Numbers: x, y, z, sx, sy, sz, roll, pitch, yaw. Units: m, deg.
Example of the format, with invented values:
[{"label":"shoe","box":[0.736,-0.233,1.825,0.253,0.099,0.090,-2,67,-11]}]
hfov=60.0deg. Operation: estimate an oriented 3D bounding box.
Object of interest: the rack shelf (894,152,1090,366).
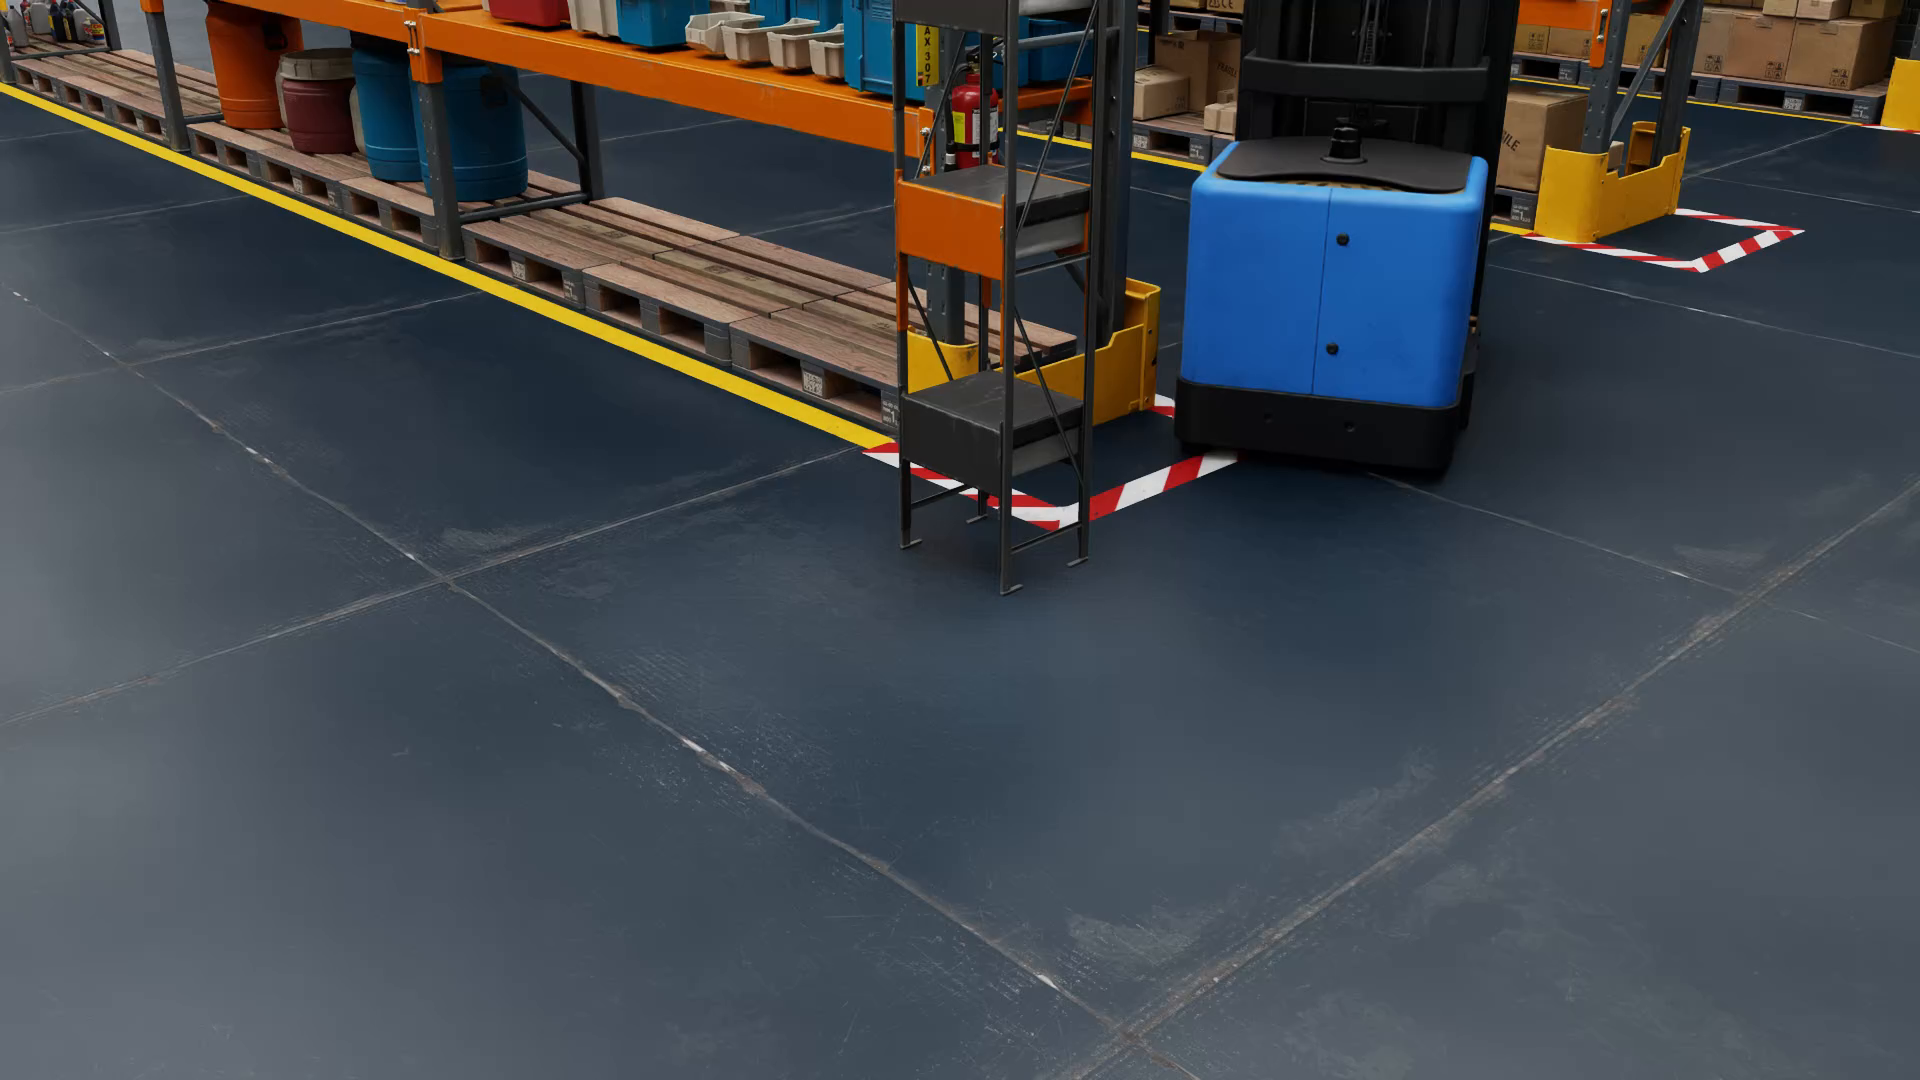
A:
[{"label":"rack shelf","box":[0.113,-0.893,5.210,0.431,0.518,0.480,-21,32,-38]}]

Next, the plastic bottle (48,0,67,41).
[{"label":"plastic bottle","box":[-8.278,-4.779,15.274,0.144,0.351,0.185,-21,32,-38]}]

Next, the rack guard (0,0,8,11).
[{"label":"rack guard","box":[-10.572,-5.528,17.265,1.175,0.500,0.348,-21,32,-38]}]

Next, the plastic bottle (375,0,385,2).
[{"label":"plastic bottle","box":[-3.153,-3.071,9.008,0.061,0.283,0.133,-21,32,-38]}]

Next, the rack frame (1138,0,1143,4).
[{"label":"rack frame","box":[2.042,-7.061,17.615,1.000,3.000,0.127,-21,32,-38]}]

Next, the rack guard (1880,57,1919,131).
[{"label":"rack guard","box":[7.526,-3.493,12.805,1.175,0.500,0.348,-21,32,-38]}]

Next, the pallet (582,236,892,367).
[{"label":"pallet","box":[-1.087,-1.189,8.102,1.003,0.211,1.213,-21,32,-38]}]

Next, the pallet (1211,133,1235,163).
[{"label":"pallet","box":[2.469,-2.596,11.187,1.003,0.211,1.213,-21,32,-38]}]

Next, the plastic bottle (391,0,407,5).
[{"label":"plastic bottle","box":[-2.961,-3.010,8.884,0.152,0.276,0.135,-21,32,-38]}]

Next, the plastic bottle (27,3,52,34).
[{"label":"plastic bottle","box":[-8.683,-4.922,15.678,0.152,0.276,0.135,-21,32,-38]}]

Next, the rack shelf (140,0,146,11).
[{"label":"rack shelf","box":[-6.557,-4.530,12.932,1.077,0.370,4.000,-21,32,-38]}]

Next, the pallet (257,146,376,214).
[{"label":"pallet","box":[-3.791,-2.386,10.725,1.003,0.211,1.213,-21,32,-38]}]

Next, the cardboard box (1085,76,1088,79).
[{"label":"cardboard box","box":[0.616,-3.574,12.453,0.500,0.500,0.500,-21,32,-39]}]

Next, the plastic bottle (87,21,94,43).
[{"label":"plastic bottle","box":[-7.891,-4.642,15.152,0.097,0.201,0.097,0,25,0]}]

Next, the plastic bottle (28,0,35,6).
[{"label":"plastic bottle","box":[-8.930,-5.120,16.110,0.152,0.276,0.135,-21,32,-38]}]

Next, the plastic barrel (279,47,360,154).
[{"label":"plastic barrel","box":[-4.071,-2.859,10.803,0.600,0.588,0.708,-21,32,-38]}]

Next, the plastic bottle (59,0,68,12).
[{"label":"plastic bottle","box":[-8.302,-4.877,15.489,0.185,0.351,0.144,22,33,40]}]

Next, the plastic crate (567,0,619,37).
[{"label":"plastic crate","box":[-1.547,-2.498,7.681,0.437,0.282,0.530,-21,32,-38]}]

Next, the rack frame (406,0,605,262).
[{"label":"rack frame","box":[-2.456,-3.039,8.798,1.000,3.000,0.127,-21,32,-38]}]

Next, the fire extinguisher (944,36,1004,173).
[{"label":"fire extinguisher","box":[0.049,-1.448,5.852,0.296,0.674,0.183,-21,32,-38]}]

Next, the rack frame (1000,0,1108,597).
[{"label":"rack frame","box":[0.280,-0.831,5.042,0.400,2.100,0.015,-21,32,-38]}]

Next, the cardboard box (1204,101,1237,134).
[{"label":"cardboard box","box":[1.890,-2.907,11.391,0.380,0.166,0.250,-21,32,-38]}]

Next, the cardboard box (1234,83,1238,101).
[{"label":"cardboard box","box":[2.271,-3.101,11.642,0.500,0.311,0.500,-21,32,-38]}]

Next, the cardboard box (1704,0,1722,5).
[{"label":"cardboard box","box":[6.322,-4.573,13.884,0.380,0.149,0.250,-21,32,-38]}]

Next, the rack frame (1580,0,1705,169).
[{"label":"rack frame","box":[3.896,-3.231,9.219,1.000,3.000,0.127,-21,32,-38]}]

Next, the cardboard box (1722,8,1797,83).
[{"label":"cardboard box","box":[6.616,-4.027,13.469,0.700,0.500,0.500,-21,32,-39]}]

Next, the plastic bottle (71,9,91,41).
[{"label":"plastic bottle","box":[-8.063,-4.735,15.267,0.152,0.276,0.135,-20,31,-37]}]

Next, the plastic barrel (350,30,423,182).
[{"label":"plastic barrel","box":[-3.299,-2.660,9.988,0.600,0.901,0.708,-21,32,-38]}]

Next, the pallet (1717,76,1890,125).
[{"label":"pallet","box":[6.906,-3.589,13.363,1.003,0.211,1.213,-21,32,-38]}]

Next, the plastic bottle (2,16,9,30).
[{"label":"plastic bottle","box":[-8.575,-4.571,14.818,0.144,0.351,0.185,-22,33,-40]}]

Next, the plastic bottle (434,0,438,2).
[{"label":"plastic bottle","box":[-2.883,-3.017,8.990,0.097,0.201,0.097,0,25,0]}]

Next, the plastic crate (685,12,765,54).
[{"label":"plastic crate","box":[-1.023,-2.184,7.169,0.298,0.136,0.250,-21,32,-38]}]

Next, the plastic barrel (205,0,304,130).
[{"label":"plastic barrel","box":[-4.843,-3.311,11.503,0.600,0.830,0.708,-21,32,-38]}]

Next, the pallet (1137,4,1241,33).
[{"label":"pallet","box":[2.526,-5.533,17.623,1.003,0.211,1.213,-21,32,-38]}]

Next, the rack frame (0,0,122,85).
[{"label":"rack frame","box":[-7.924,-5.463,14.111,1.000,3.000,0.127,-21,32,-38]}]

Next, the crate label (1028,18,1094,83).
[{"label":"crate label","box":[0.349,-1.947,6.532,0.416,0.233,0.303,-21,32,-38]}]

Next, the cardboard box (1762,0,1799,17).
[{"label":"cardboard box","box":[6.562,-4.235,13.143,0.380,0.149,0.250,-20,31,-37]}]

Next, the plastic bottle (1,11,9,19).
[{"label":"plastic bottle","box":[-8.615,-4.645,15.069,0.152,0.276,0.135,-21,32,-38]}]

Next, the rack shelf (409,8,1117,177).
[{"label":"rack shelf","box":[-1.089,-2.106,7.619,1.077,0.370,4.000,-21,32,-38]}]

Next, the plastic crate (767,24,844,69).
[{"label":"plastic crate","box":[-0.599,-2.022,6.814,0.396,0.136,0.243,-21,32,-38]}]

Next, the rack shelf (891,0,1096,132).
[{"label":"rack shelf","box":[0.113,-1.530,4.919,0.431,0.518,0.480,-21,32,-38]}]

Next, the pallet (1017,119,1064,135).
[{"label":"pallet","box":[0.579,-3.410,12.971,1.003,0.211,1.213,-21,32,-38]}]

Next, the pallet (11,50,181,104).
[{"label":"pallet","box":[-7.359,-3.967,14.192,1.003,0.211,1.213,-21,32,-38]}]

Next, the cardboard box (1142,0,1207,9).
[{"label":"cardboard box","box":[2.449,-6.014,17.404,0.750,0.750,0.750,-22,32,-39]}]

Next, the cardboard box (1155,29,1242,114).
[{"label":"cardboard box","box":[1.759,-3.414,12.101,0.500,0.500,0.500,-21,32,-38]}]

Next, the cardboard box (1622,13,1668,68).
[{"label":"cardboard box","box":[5.902,-4.338,14.152,0.700,0.500,0.500,-20,31,-37]}]

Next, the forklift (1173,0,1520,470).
[{"label":"forklift","box":[1.779,-2.180,6.997,1.130,2.935,3.031,8,26,17]}]

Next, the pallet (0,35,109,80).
[{"label":"pallet","box":[-8.353,-4.410,15.161,1.003,0.211,1.213,-21,32,-38]}]

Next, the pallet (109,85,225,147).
[{"label":"pallet","box":[-5.691,-3.228,12.572,1.003,0.211,1.213,-21,32,-38]}]

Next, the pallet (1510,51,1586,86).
[{"label":"pallet","box":[5.238,-4.328,14.984,1.003,0.211,1.213,-21,32,-38]}]

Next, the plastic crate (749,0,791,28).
[{"label":"plastic crate","box":[-0.756,-2.436,7.606,0.416,0.233,0.300,-21,32,-38]}]

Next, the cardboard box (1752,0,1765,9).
[{"label":"cardboard box","box":[6.672,-4.418,13.545,0.380,0.149,0.250,-21,32,-38]}]

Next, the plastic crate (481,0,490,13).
[{"label":"plastic crate","box":[-2.242,-2.765,8.442,0.396,0.136,0.243,-21,32,-38]}]

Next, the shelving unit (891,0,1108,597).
[{"label":"shelving unit","box":[0.113,-0.905,5.204,0.431,2.100,0.503,-21,32,-38]}]

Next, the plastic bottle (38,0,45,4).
[{"label":"plastic bottle","box":[-8.720,-5.062,15.895,0.144,0.351,0.185,-20,31,-36]}]

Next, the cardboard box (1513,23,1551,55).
[{"label":"cardboard box","box":[5.212,-4.648,14.830,0.700,0.500,0.500,-21,32,-38]}]

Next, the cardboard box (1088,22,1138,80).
[{"label":"cardboard box","box":[1.009,-3.722,12.776,0.500,0.500,0.500,22,33,39]}]
